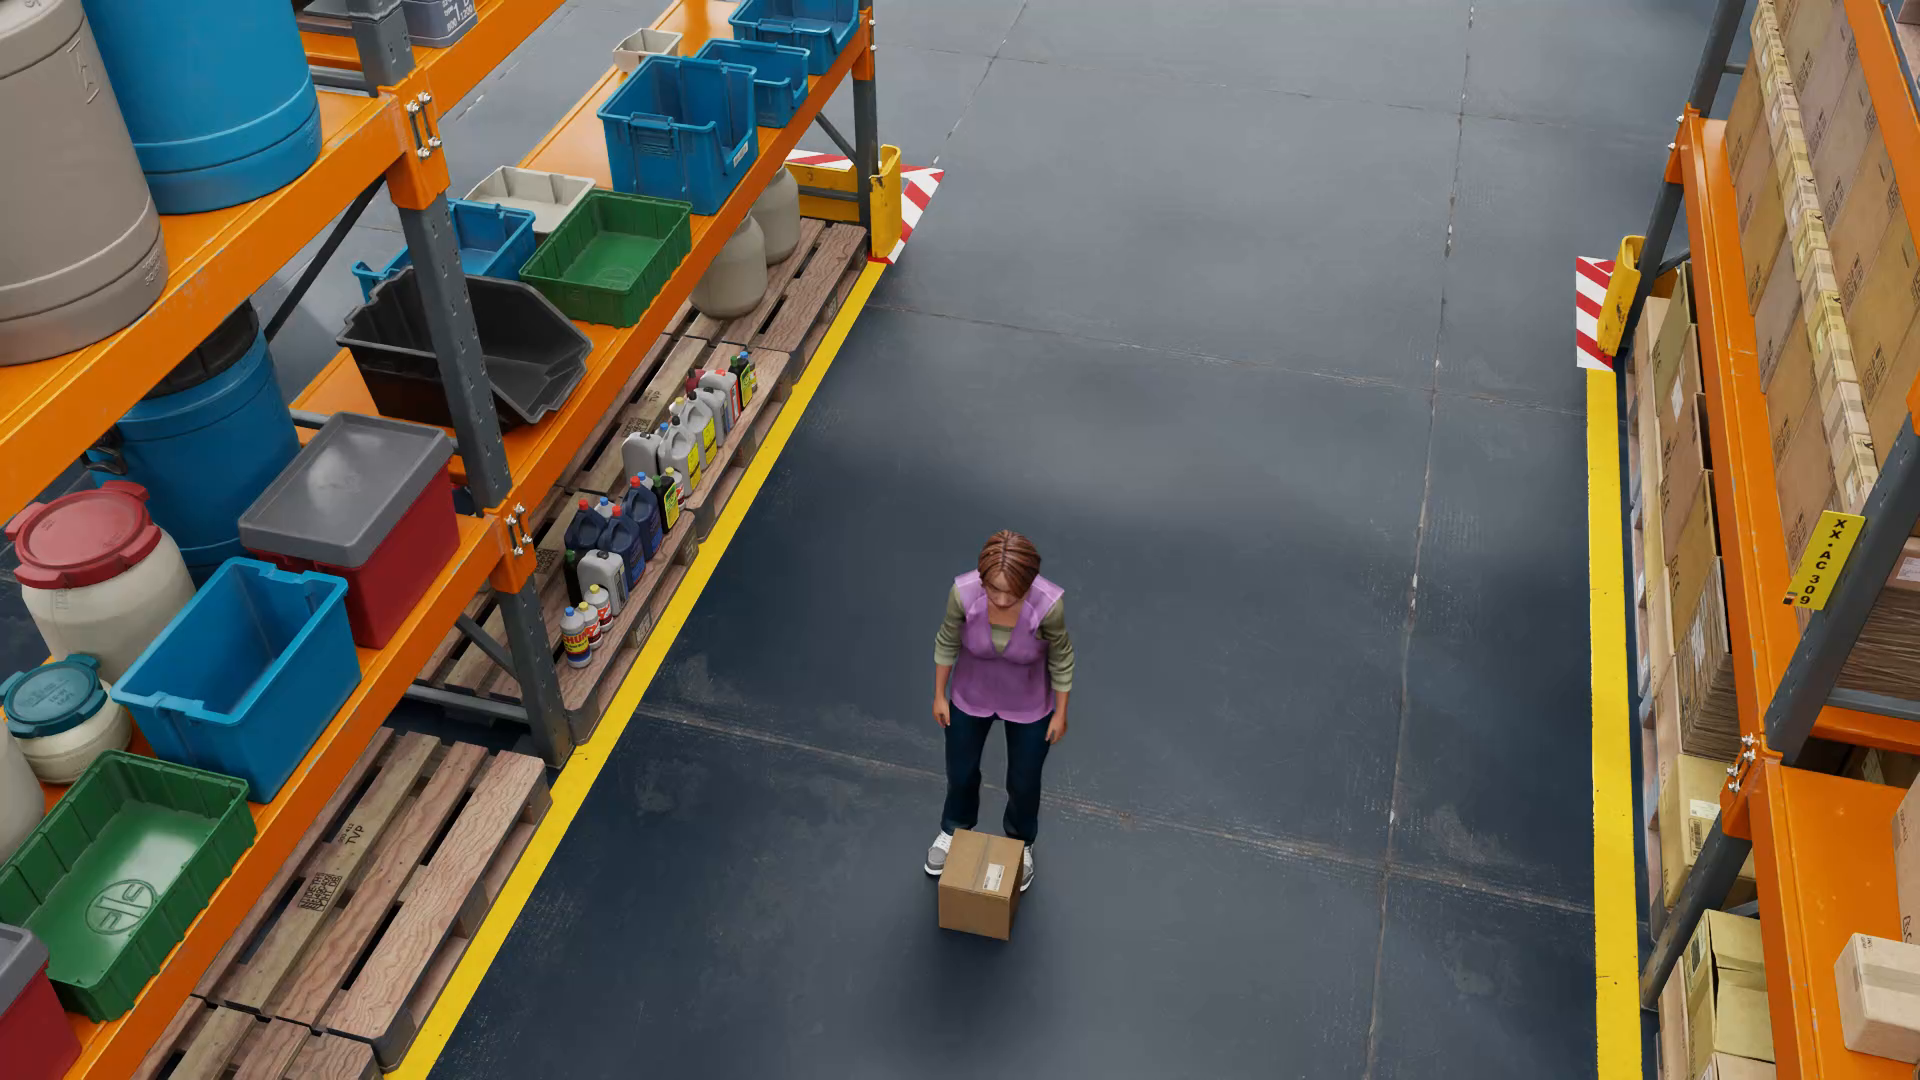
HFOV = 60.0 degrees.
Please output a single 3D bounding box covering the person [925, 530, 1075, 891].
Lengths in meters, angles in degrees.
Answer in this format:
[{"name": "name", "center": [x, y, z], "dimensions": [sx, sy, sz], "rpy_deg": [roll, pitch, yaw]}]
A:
[{"name": "person", "center": [0.131, 0.550, 5.549], "dimensions": [0.482, 1.591, 0.347], "rpy_deg": [8, 42, 9]}]
